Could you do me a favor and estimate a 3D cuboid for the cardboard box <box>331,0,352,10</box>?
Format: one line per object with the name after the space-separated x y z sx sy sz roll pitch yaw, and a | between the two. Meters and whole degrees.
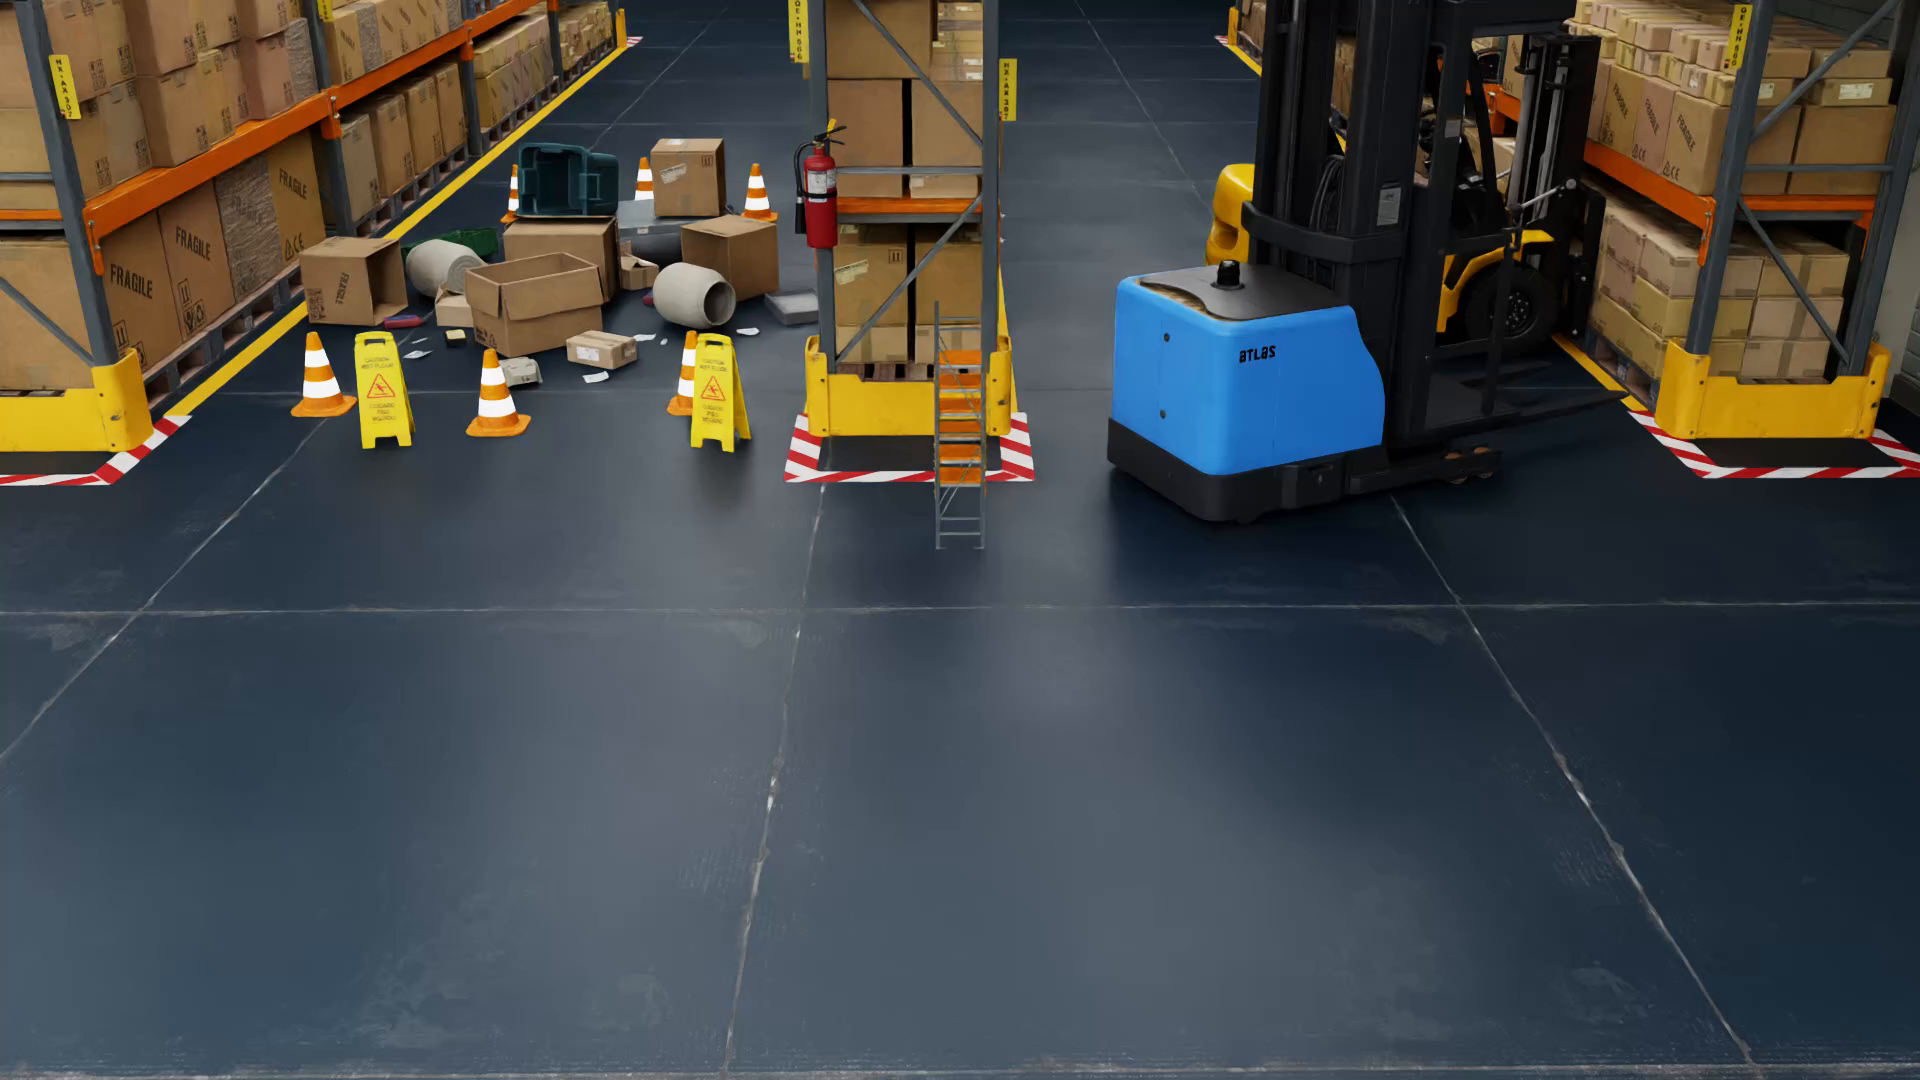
-5.304 -4.506 13.238 0.700 0.500 0.500 -1 24 -1 | cardboard box

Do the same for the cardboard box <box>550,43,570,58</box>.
-5.056 -6.064 20.606 0.380 0.149 0.250 1 24 2 | cardboard box

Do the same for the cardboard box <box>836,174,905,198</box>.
-0.511 -2.043 9.431 0.380 0.149 0.250 1 24 1 | cardboard box

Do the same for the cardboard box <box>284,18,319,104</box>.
-5.269 -3.505 12.177 0.875 0.550 0.550 0 24 -1 | cardboard box

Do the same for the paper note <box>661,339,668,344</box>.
-1.991 -1.335 11.189 0.032 0.001 0.123 0 24 -1 | paper note

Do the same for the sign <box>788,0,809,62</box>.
-0.848 -2.681 8.750 0.100 0.325 0.005 0 24 -1 | sign

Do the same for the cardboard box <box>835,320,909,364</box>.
-0.571 -1.284 10.277 0.500 0.250 0.500 0 24 -1 | cardboard box

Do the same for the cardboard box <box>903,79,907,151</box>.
-0.575 -2.614 9.907 0.500 0.500 0.500 0 24 0 | cardboard box

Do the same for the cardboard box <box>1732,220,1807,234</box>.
4.846 -1.827 10.263 0.500 0.250 0.500 0 24 0 | cardboard box

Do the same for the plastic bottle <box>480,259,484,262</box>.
-3.773 -2.142 12.913 0.133 0.061 0.283 -14 28 -28 | plastic bottle

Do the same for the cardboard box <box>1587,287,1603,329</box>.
4.357 -1.570 10.908 0.500 0.250 0.500 0 24 0 | cardboard box

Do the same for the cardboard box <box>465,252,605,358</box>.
-2.843 -1.579 11.131 0.797 0.503 0.637 -19 31 -36 | cardboard box

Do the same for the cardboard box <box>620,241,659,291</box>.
-2.474 -2.061 12.485 0.258 0.266 0.396 -19 31 -36 | cardboard box

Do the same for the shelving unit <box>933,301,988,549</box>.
0.000 -0.541 7.990 0.258 1.200 0.189 0 24 -1 | shelving unit

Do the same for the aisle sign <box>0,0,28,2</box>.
-4.941 -3.097 8.302 0.394 0.787 0.004 0 24 -1 | aisle sign

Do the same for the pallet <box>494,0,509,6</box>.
-5.391 -5.965 18.031 1.003 0.211 1.213 0 24 -1 | pallet

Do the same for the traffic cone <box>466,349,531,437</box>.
-2.694 -0.874 9.622 0.336 0.463 0.334 0 24 -1 | traffic cone

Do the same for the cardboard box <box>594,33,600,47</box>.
-5.100 -6.788 22.569 0.380 0.149 0.250 -1 24 -3 | cardboard box

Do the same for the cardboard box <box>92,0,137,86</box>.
-5.305 -2.880 9.485 0.875 0.550 0.550 0 24 -1 | cardboard box

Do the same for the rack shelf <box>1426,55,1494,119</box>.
4.605 -4.172 14.709 1.077 0.370 4.000 0 24 -1 | rack shelf

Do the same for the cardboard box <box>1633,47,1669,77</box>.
4.371 -2.935 10.191 0.380 0.149 0.250 -1 24 -2 | cardboard box

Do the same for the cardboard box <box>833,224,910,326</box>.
-0.562 -1.613 10.094 0.500 0.500 0.500 0 24 0 | cardboard box

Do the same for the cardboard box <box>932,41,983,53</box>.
-0.036 -2.805 10.330 0.500 0.500 0.500 -1 24 -2 | cardboard box

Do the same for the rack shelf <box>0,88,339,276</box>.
-5.263 -2.436 10.870 1.077 0.370 4.000 0 24 -1 | rack shelf

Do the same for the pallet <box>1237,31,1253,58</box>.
4.507 -6.990 23.450 1.003 0.211 1.213 0 24 -1 | pallet

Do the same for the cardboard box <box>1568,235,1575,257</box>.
4.330 -2.019 11.294 0.500 0.250 0.500 0 24 -1 | cardboard box

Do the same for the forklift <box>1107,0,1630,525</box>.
2.354 -1.818 8.712 3.031 2.935 1.130 -12 27 -24 | forklift

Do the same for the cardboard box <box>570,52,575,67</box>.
-5.058 -6.038 20.911 0.380 0.149 0.250 0 24 1 | cardboard box

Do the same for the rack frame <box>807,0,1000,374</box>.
-0.293 -2.004 9.041 1.000 3.000 0.127 0 24 -1 | rack frame

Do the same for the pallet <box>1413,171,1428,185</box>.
4.564 -3.213 15.098 1.003 0.211 1.213 0 24 -1 | pallet

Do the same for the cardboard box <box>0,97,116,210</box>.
-5.291 -2.161 9.206 0.875 0.550 0.550 0 24 -1 | cardboard box

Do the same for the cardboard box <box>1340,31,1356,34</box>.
4.354 -5.736 19.029 0.380 0.149 0.250 0 24 -1 | cardboard box

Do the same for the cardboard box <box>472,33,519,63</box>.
-5.092 -5.329 18.006 0.500 0.250 0.500 0 24 0 | cardboard box

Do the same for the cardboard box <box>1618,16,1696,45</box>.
4.342 -3.177 10.364 0.380 0.149 0.250 0 24 0 | cardboard box

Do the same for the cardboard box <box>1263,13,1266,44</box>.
4.390 -6.641 21.817 0.700 0.500 0.500 -1 24 -3 | cardboard box

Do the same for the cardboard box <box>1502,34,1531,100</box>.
4.371 -3.538 12.311 0.500 0.500 0.500 -1 24 -2 | cardboard box

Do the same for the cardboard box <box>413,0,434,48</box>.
-5.046 -4.686 14.850 0.500 0.500 0.500 -1 24 -1 | cardboard box

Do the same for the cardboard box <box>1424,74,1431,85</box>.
4.576 -4.177 16.217 0.875 0.625 0.625 1 24 1 | cardboard box

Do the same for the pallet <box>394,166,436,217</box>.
-5.385 -3.139 14.935 1.003 0.211 1.213 0 24 -1 | pallet

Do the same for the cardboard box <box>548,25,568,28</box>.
-5.165 -6.409 21.009 0.380 0.149 0.250 -1 24 -1 | cardboard box

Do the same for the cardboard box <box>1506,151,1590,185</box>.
4.314 -2.659 12.102 0.500 0.250 0.500 0 24 0 | cardboard box

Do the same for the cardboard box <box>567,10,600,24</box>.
-5.084 -7.052 22.431 0.380 0.149 0.250 1 24 1 | cardboard box

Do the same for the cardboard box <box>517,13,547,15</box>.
-5.716 -6.937 22.176 0.380 0.149 0.250 0 24 0 | cardboard box

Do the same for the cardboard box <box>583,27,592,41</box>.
-5.084 -6.698 22.009 0.380 0.149 0.250 0 24 0 | cardboard box

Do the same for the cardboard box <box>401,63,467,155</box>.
-5.412 -4.152 16.010 1.050 0.750 0.750 -1 24 -1 | cardboard box

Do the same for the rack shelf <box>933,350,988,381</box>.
0.000 -0.828 7.860 0.258 0.103 0.180 0 24 -1 | rack shelf

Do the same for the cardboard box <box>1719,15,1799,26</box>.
4.974 -3.180 10.371 0.380 0.149 0.250 -1 24 -2 | cardboard box

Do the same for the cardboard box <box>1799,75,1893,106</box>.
4.926 -2.510 9.251 0.380 0.149 0.250 -1 24 -2 | cardboard box

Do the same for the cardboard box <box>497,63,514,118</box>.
-5.090 -4.789 17.722 0.500 0.500 0.500 0 24 0 | cardboard box

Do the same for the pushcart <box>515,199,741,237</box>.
-2.616 -2.427 13.158 1.648 0.377 0.936 -9 26 -19 | pushcart

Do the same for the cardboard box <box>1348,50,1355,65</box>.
4.332 -5.096 17.614 0.380 0.149 0.250 -1 24 -2 | cardboard box
